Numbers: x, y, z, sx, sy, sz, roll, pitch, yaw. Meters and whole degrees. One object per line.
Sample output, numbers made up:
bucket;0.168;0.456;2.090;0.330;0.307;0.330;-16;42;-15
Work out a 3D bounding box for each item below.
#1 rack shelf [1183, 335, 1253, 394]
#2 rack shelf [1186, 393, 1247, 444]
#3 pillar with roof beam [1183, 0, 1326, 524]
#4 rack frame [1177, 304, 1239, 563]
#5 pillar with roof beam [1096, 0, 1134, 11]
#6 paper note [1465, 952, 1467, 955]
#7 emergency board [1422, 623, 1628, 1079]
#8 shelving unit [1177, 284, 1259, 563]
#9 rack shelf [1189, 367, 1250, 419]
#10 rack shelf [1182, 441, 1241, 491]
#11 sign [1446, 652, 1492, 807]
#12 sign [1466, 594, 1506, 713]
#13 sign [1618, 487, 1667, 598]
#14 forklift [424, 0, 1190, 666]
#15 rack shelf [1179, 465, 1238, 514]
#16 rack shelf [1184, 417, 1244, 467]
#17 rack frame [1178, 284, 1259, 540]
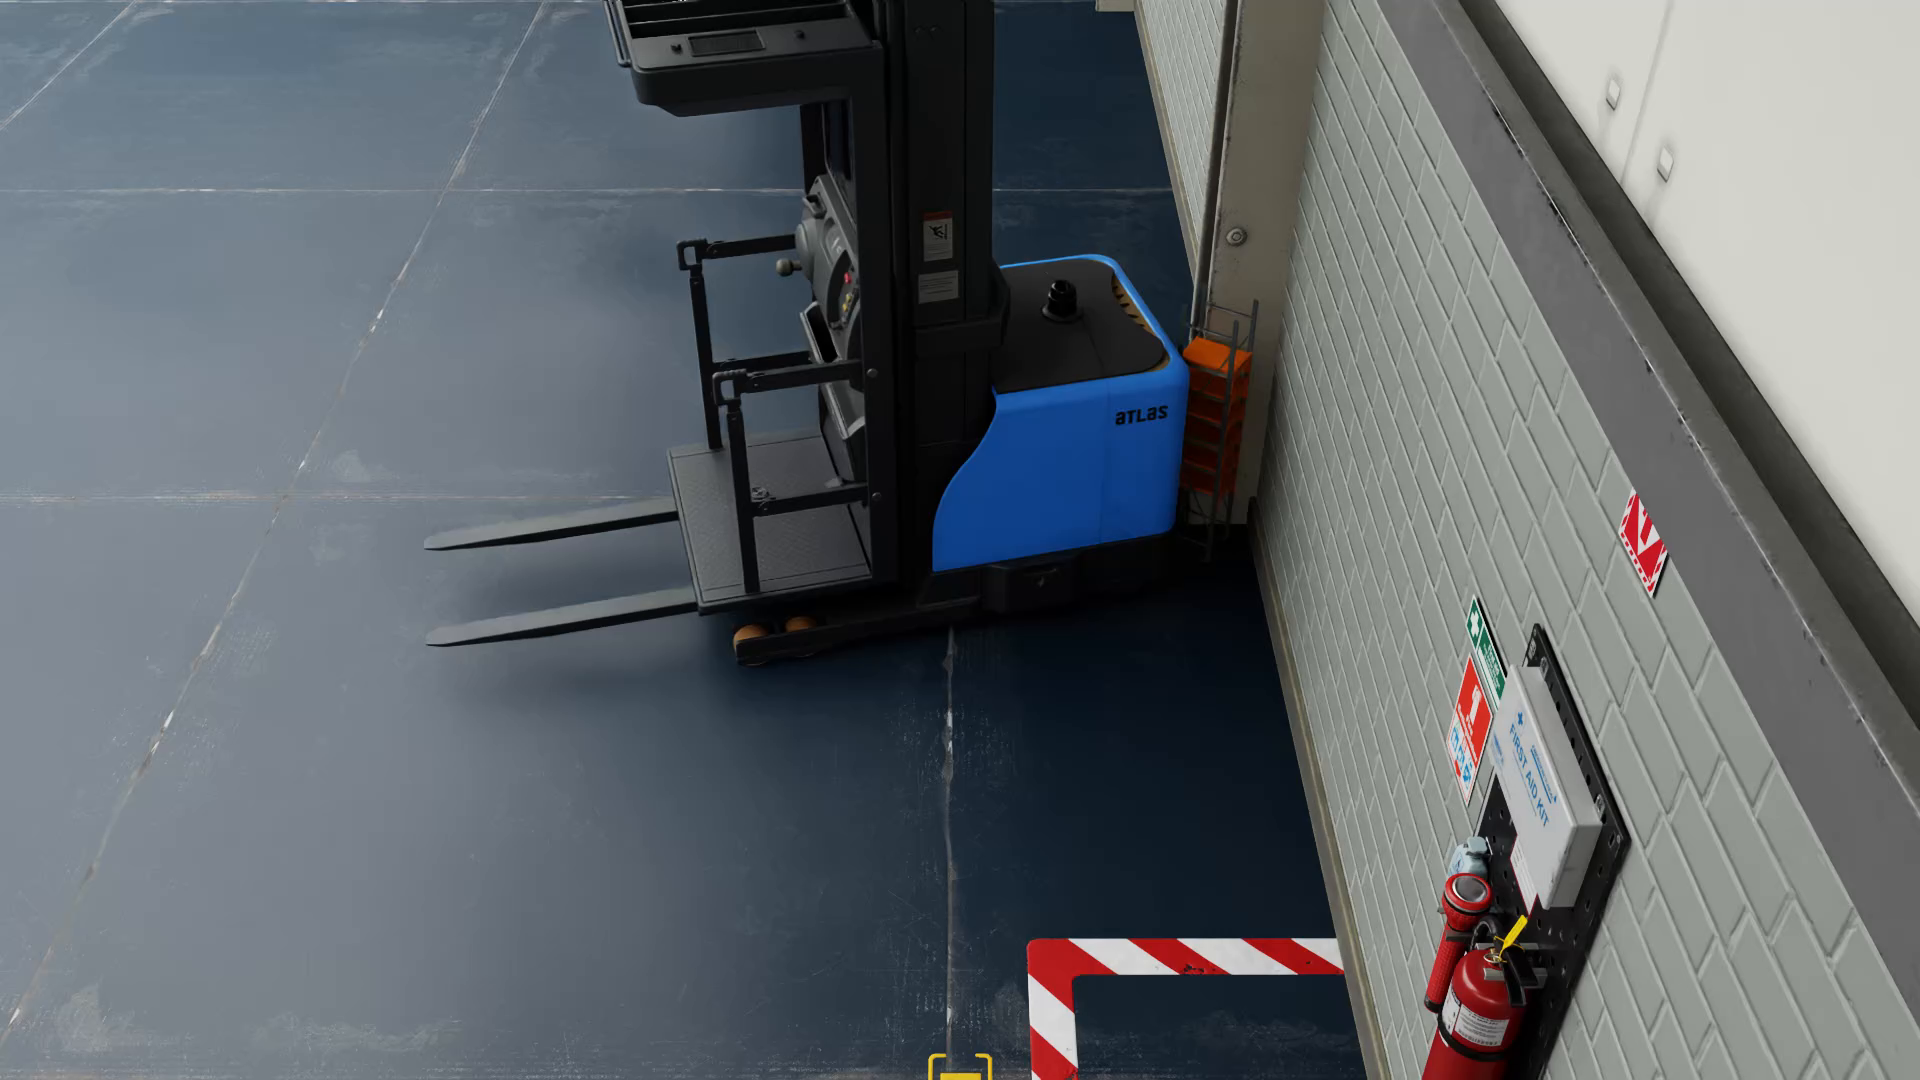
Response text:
rack shelf;1.017;-0.705;6.665;0.258;0.103;0.180;21;43;24
rack shelf;1.017;-0.518;6.815;0.258;0.103;0.180;21;43;24
pillar with roof beam;-3.160;-3.703;4.675;9.100;9.000;0.400;0;39;0
rack frame;0.969;-0.410;6.802;0.240;1.200;0.006;21;43;24
pillar with roof beam;-3.166;-7.455;9.357;9.100;9.000;0.400;0;39;0
paper note;1.257;1.075;4.215;0.016;0.148;0.142;0;39;0
emergency board;1.188;0.842;3.801;0.194;1.169;0.643;0;39;0
shelving unit;1.017;-0.459;6.863;0.258;1.200;0.189;21;43;24
rack shelf;1.017;-0.611;6.740;0.258;0.103;0.180;21;43;24
rack shelf;1.017;-0.331;6.966;0.258;0.103;0.180;21;43;24
sign;1.290;0.482;4.221;0.001;0.329;0.234;0;39;0
sign;1.281;0.278;4.052;0.001;0.109;0.331;0;39;0
sign;1.287;-0.068;3.082;0.001;0.298;0.199;0;39;0
forklift;-0.674;-1.010;6.166;3.031;2.935;1.130;-9;40;-11
rack shelf;1.017;-0.237;7.041;0.258;0.103;0.180;21;43;24
rack shelf;1.017;-0.424;6.890;0.258;0.103;0.180;21;43;24
rack frame;1.066;-0.507;6.923;0.240;1.200;0.006;21;43;24
